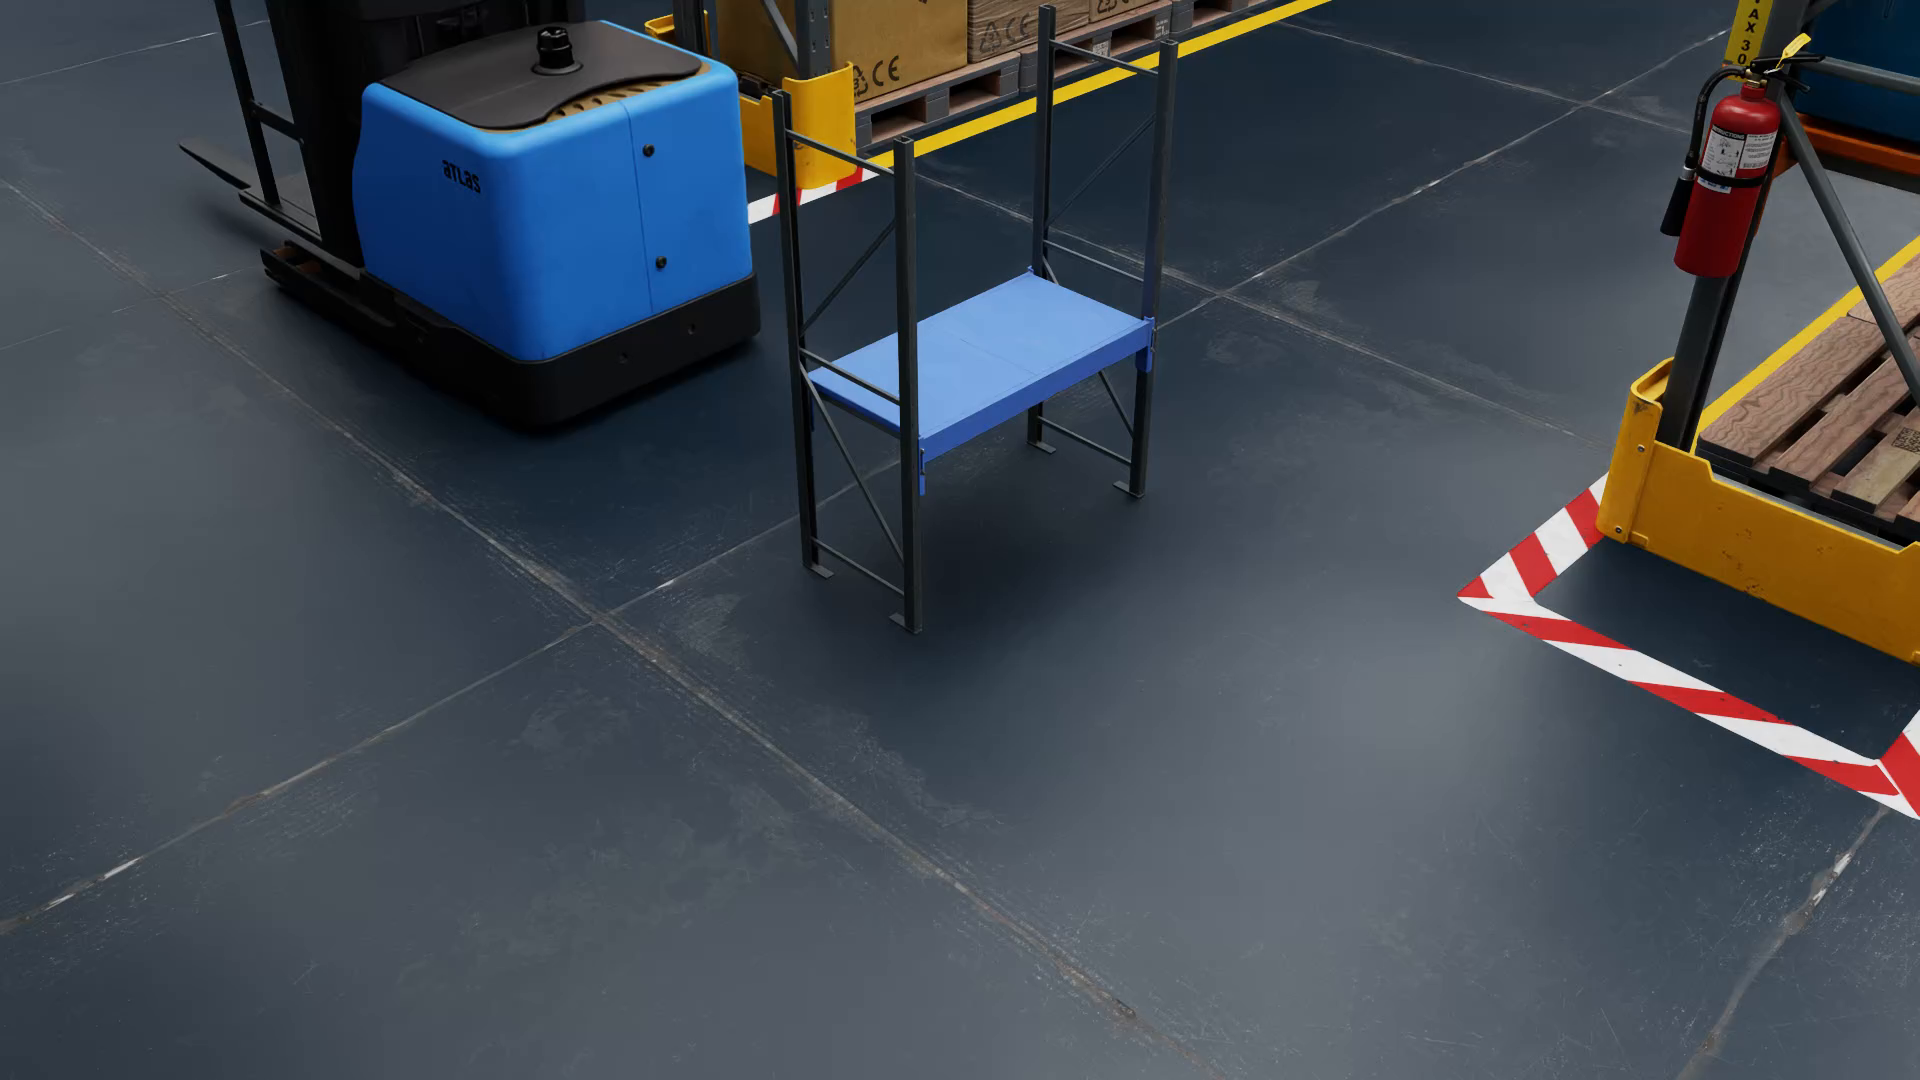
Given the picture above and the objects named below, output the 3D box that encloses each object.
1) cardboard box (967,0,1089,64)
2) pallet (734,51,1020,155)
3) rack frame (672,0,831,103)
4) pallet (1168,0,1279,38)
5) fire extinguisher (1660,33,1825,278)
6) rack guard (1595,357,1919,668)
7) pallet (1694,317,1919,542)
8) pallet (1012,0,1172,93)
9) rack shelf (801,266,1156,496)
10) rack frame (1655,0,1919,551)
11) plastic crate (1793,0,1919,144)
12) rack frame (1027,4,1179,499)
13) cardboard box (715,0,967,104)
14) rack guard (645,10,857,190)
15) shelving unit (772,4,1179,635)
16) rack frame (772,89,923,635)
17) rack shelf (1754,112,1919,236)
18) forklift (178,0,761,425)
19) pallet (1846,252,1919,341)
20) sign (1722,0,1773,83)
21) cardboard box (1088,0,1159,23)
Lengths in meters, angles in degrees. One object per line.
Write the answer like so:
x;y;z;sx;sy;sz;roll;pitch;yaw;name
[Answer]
0.066;-3.076;8.529;0.875;0.875;0.875;30;45;35;cardboard box
-0.462;-2.326;8.401;1.003;0.211;1.213;30;45;35;pallet
-0.970;-3.114;7.093;1.000;3.000;0.127;30;45;35;rack frame
1.257;-3.317;9.822;1.003;0.211;1.213;30;45;35;pallet
2.117;-1.055;4.534;0.296;0.674;0.183;30;45;35;fire extinguisher
2.538;-0.078;4.924;1.175;0.500;0.348;30;45;35;rack guard
3.154;-0.293;5.486;1.003;0.211;1.213;30;45;35;pallet
0.398;-2.819;9.108;1.003;0.211;1.213;30;45;35;pallet
0.060;-0.502;4.974;0.538;0.185;1.000;30;45;35;rack shelf
2.545;-1.118;4.231;1.000;3.000;0.127;30;45;35;rack frame
2.649;-1.368;4.506;0.616;0.435;0.499;30;45;35;plastic crate
0.418;-0.856;5.167;0.500;1.500;0.032;30;45;35;rack frame
-0.575;-2.707;7.999;0.875;0.875;0.875;30;45;35;cardboard box
-0.986;-2.079;7.794;1.175;0.500;0.348;30;45;35;rack guard
0.060;-0.650;4.871;0.538;1.500;1.048;30;45;35;shelving unit
-0.298;-0.443;4.575;0.500;1.500;0.032;30;45;35;rack frame
3.954;-1.635;5.601;1.077;0.370;4.000;30;45;35;rack shelf
-2.159;-2.329;6.027;3.031;2.935;1.130;29;44;35;forklift
4.013;-0.786;6.193;1.003;0.211;1.213;30;45;35;pallet
2.144;-1.400;4.492;0.100;0.325;0.005;30;45;35;sign
0.693;-3.438;9.047;0.875;0.875;0.875;30;45;35;cardboard box
